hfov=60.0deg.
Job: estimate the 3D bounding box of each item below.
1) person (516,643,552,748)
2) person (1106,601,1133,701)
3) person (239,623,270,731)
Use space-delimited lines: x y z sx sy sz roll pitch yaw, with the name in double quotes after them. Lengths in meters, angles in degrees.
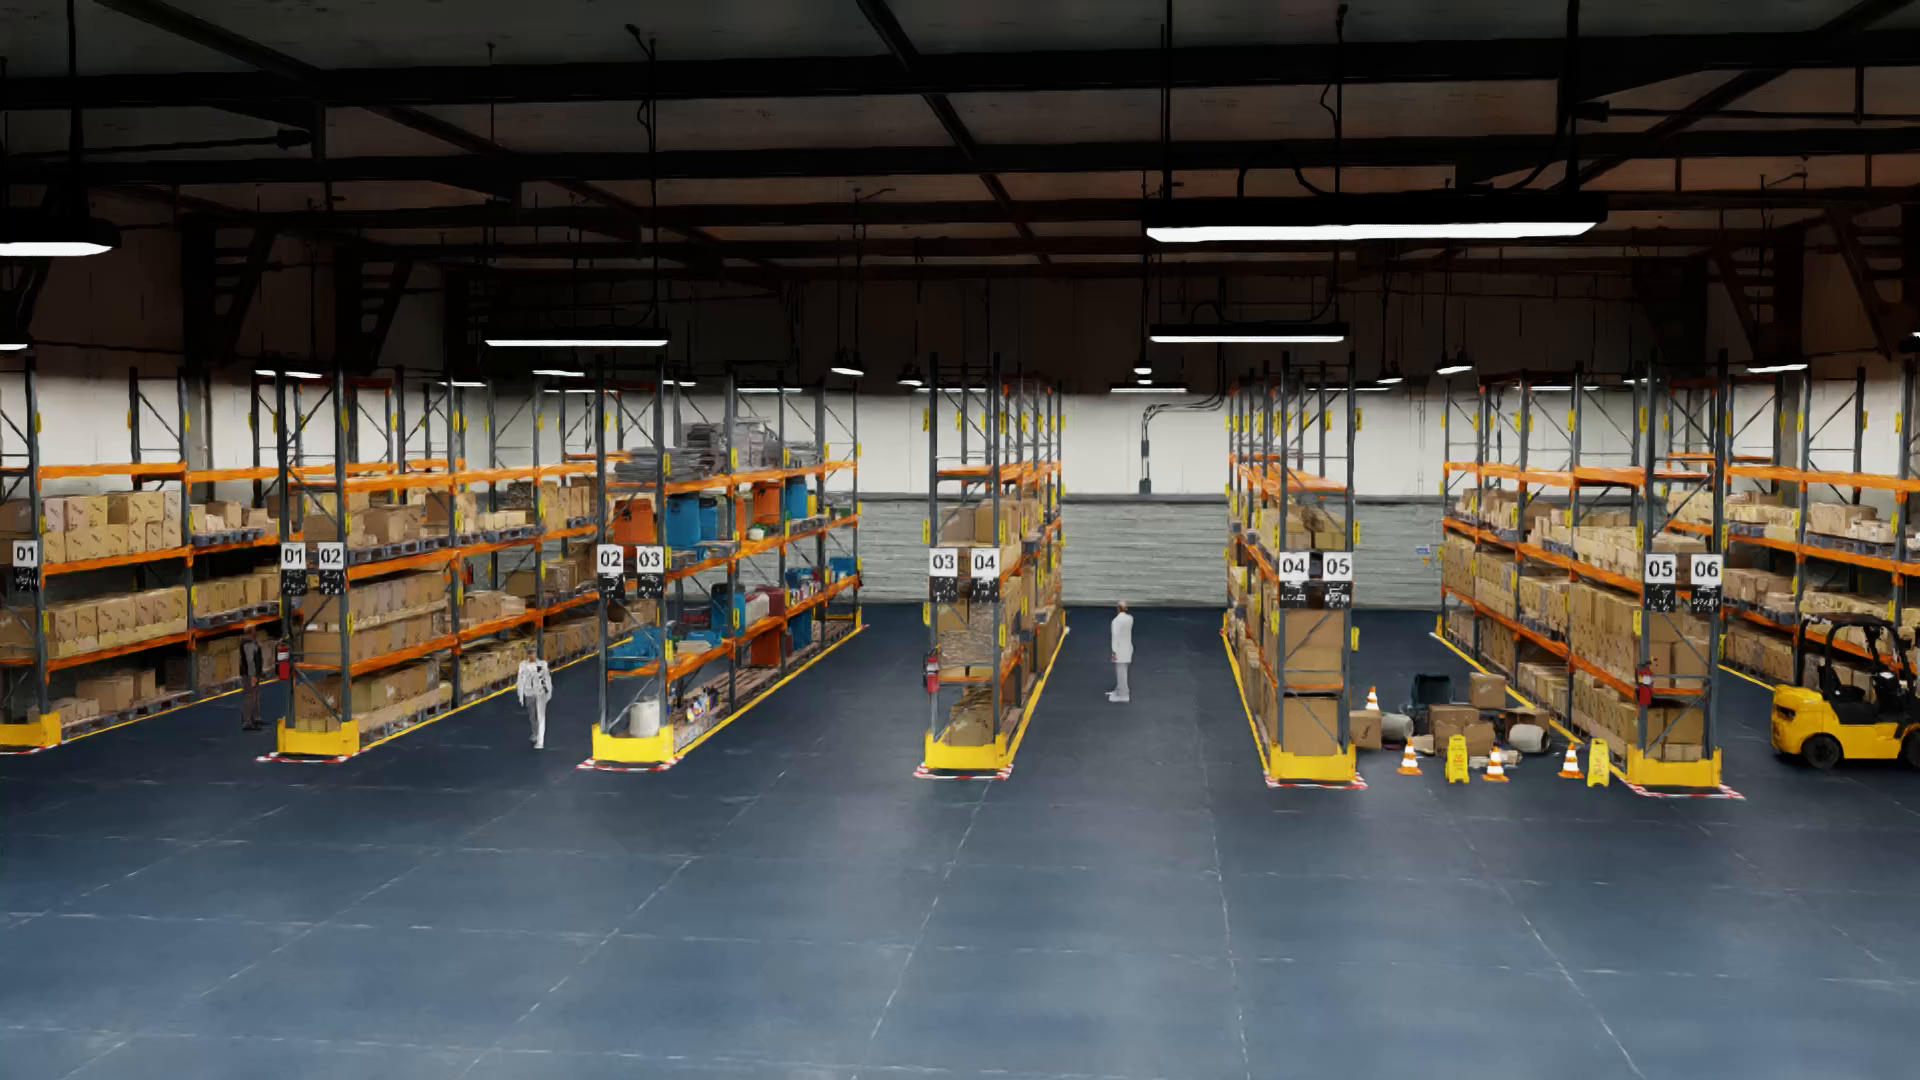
-6.568 2.368 25.645 0.511 1.598 1.058 0 4 -3 "person"
2.857 2.030 29.949 0.556 1.681 0.617 3 5 35 "person"
-11.501 2.212 27.085 0.448 1.730 0.586 -2 4 -24 "person"
